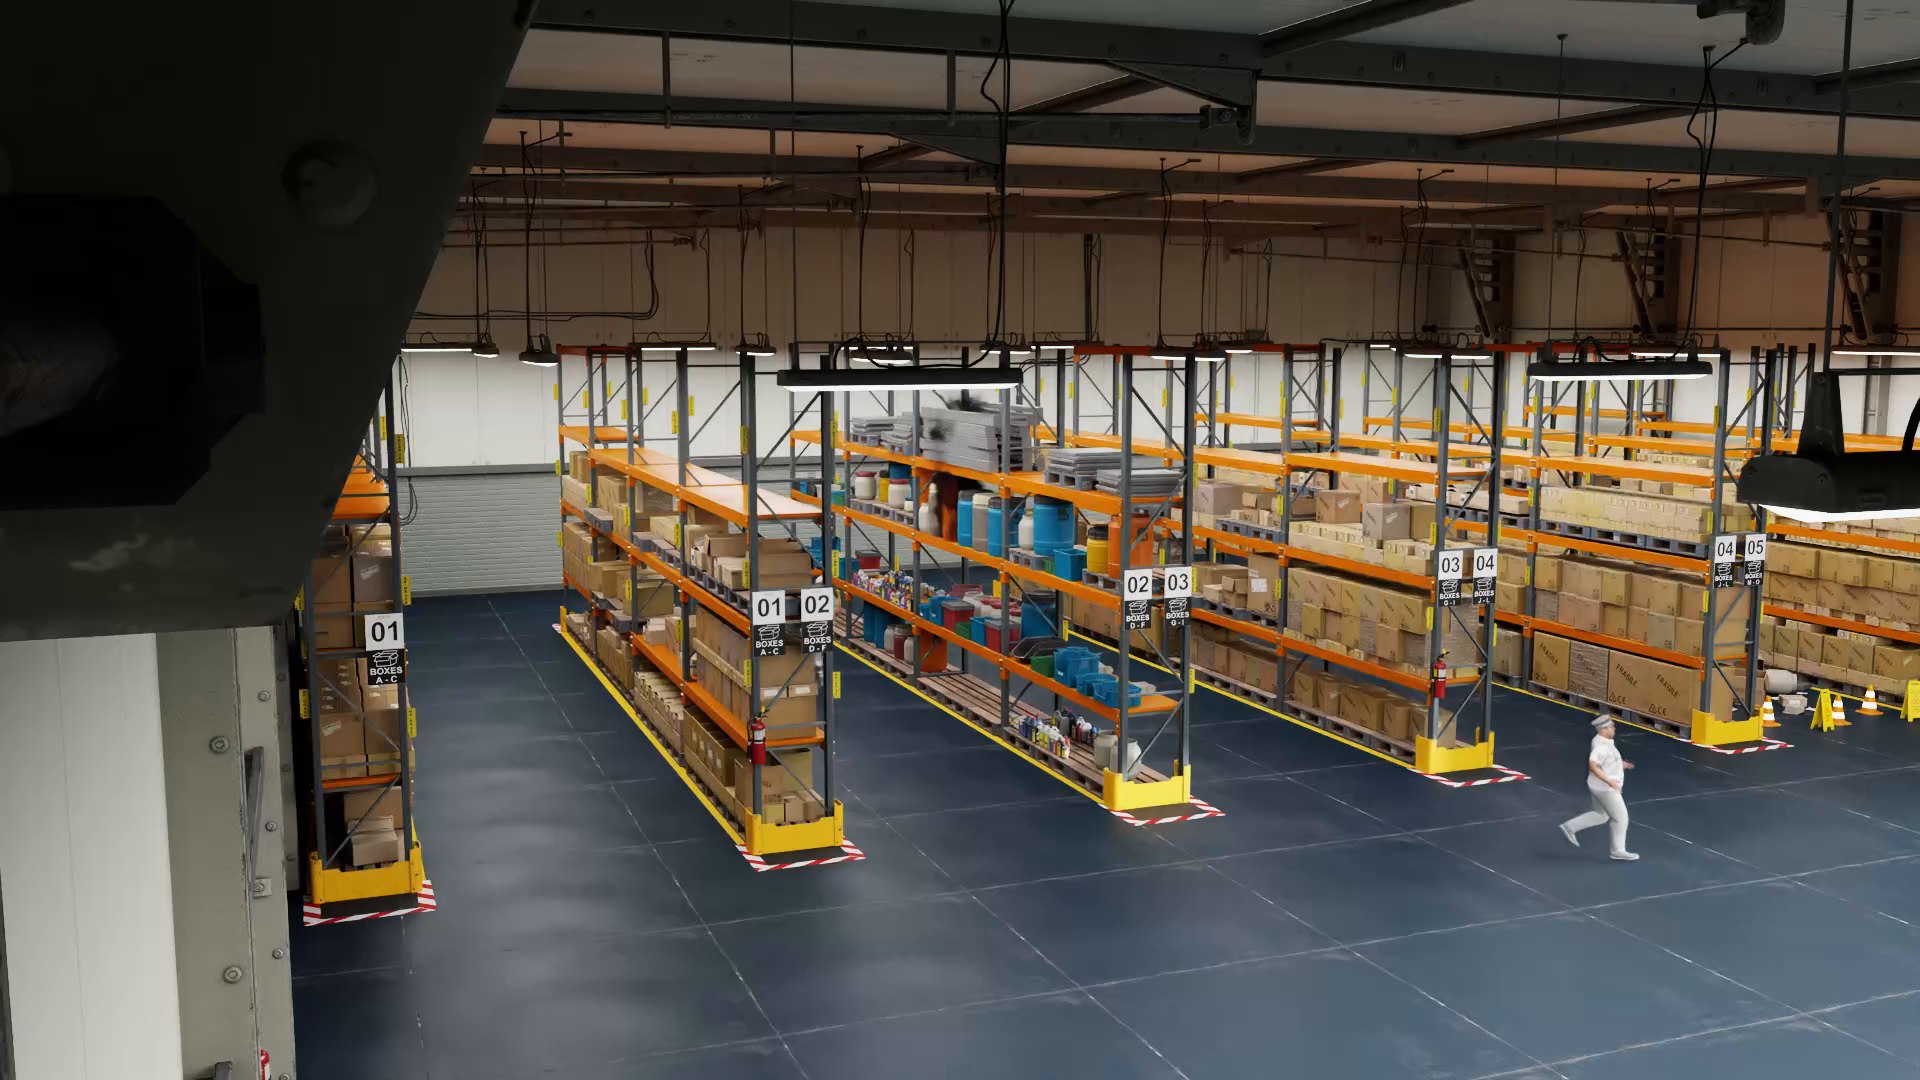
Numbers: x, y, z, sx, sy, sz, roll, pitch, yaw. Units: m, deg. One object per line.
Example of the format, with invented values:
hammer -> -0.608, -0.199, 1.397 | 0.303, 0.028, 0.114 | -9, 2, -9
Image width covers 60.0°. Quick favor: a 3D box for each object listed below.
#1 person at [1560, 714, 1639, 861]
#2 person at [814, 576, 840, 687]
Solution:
person -> 7.695, 2.941, 19.889 | 0.873, 1.746, 0.676 | 2, 7, 12
person -> -2.372, 1.537, 28.473 | 0.650, 1.867, 0.777 | -4, 9, -31
